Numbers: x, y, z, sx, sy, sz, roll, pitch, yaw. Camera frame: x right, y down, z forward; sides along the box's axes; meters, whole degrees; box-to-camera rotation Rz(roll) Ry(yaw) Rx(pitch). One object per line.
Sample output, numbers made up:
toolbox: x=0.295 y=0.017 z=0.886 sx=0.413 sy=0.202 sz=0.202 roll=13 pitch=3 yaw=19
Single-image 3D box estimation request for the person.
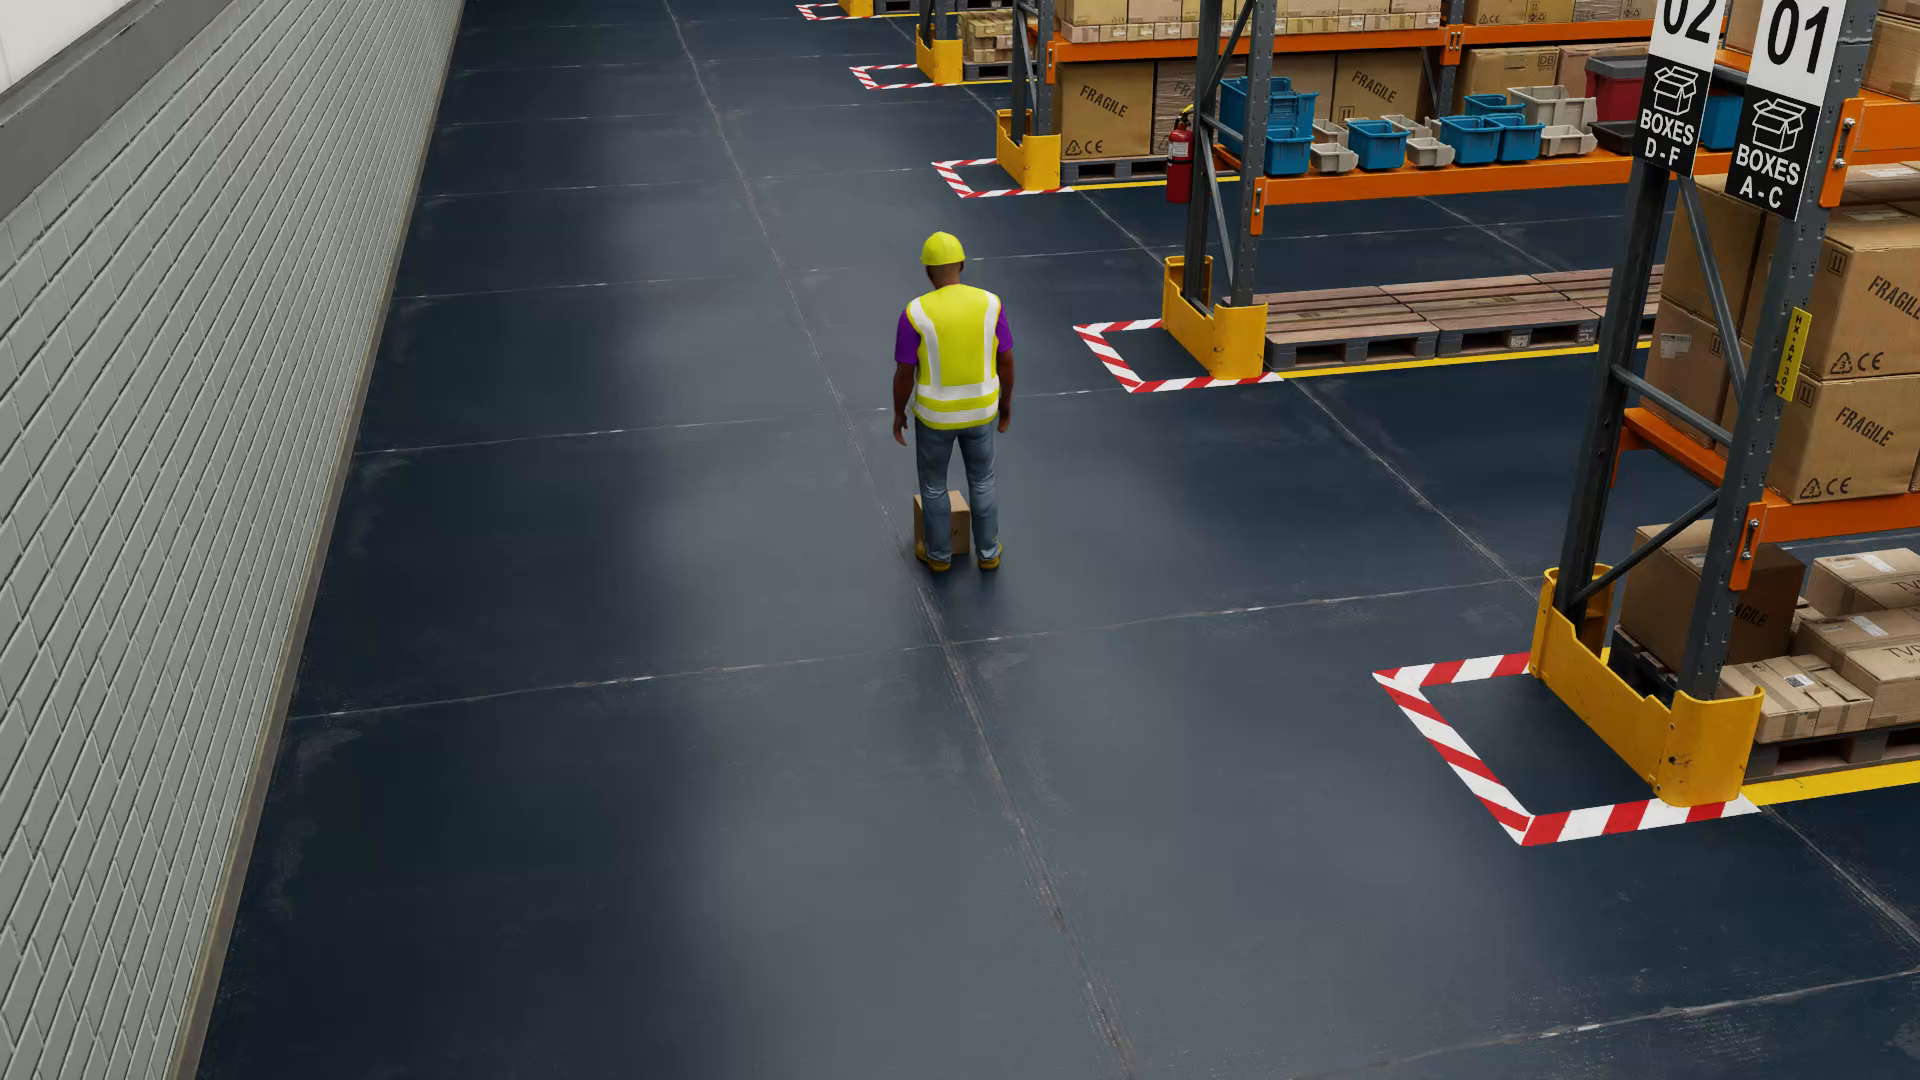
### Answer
person: x=-0.038 y=-0.660 z=8.286 sx=0.629 sy=1.759 sz=0.461 roll=-7 pitch=28 yaw=-14
